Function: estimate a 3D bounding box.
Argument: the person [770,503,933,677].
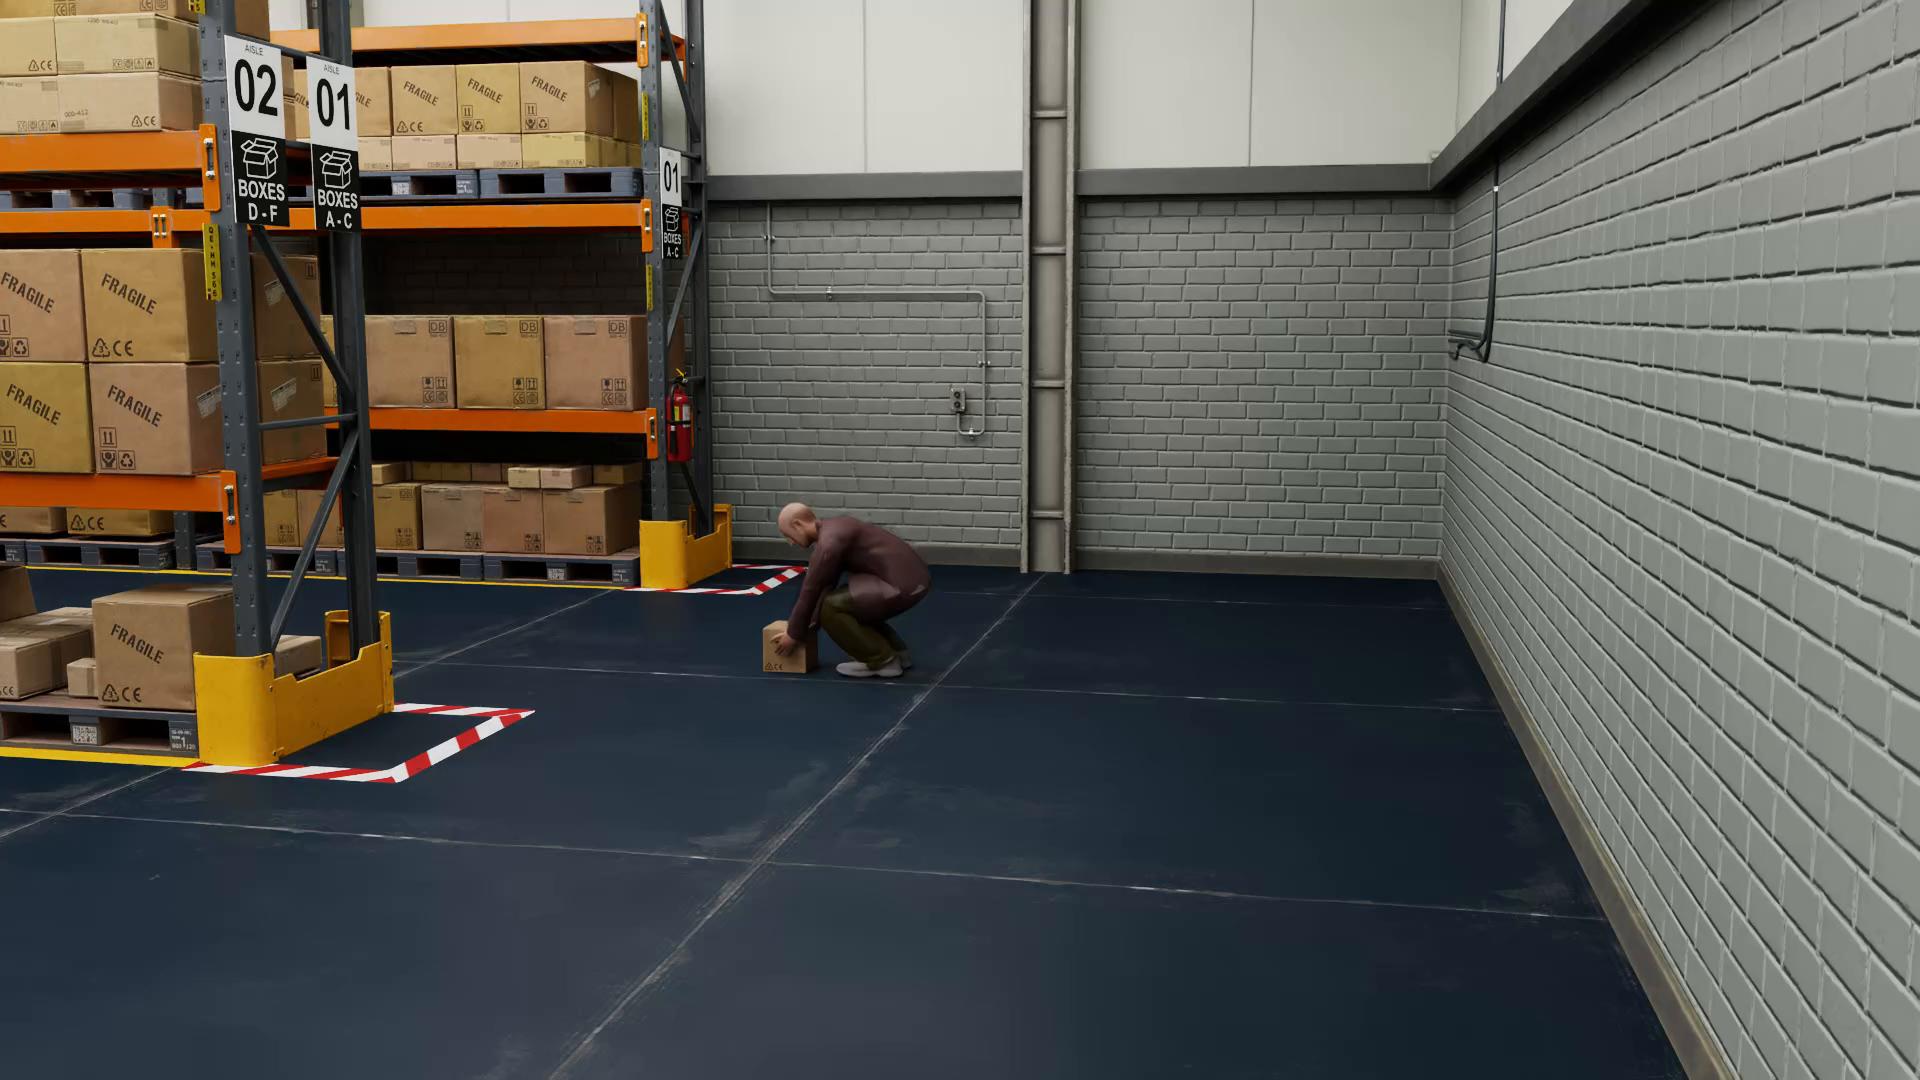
[{"bbox_3d":[-0.607,0.273,9.396,0.901,0.958,0.611,2,8,11],"label":"person"}]
